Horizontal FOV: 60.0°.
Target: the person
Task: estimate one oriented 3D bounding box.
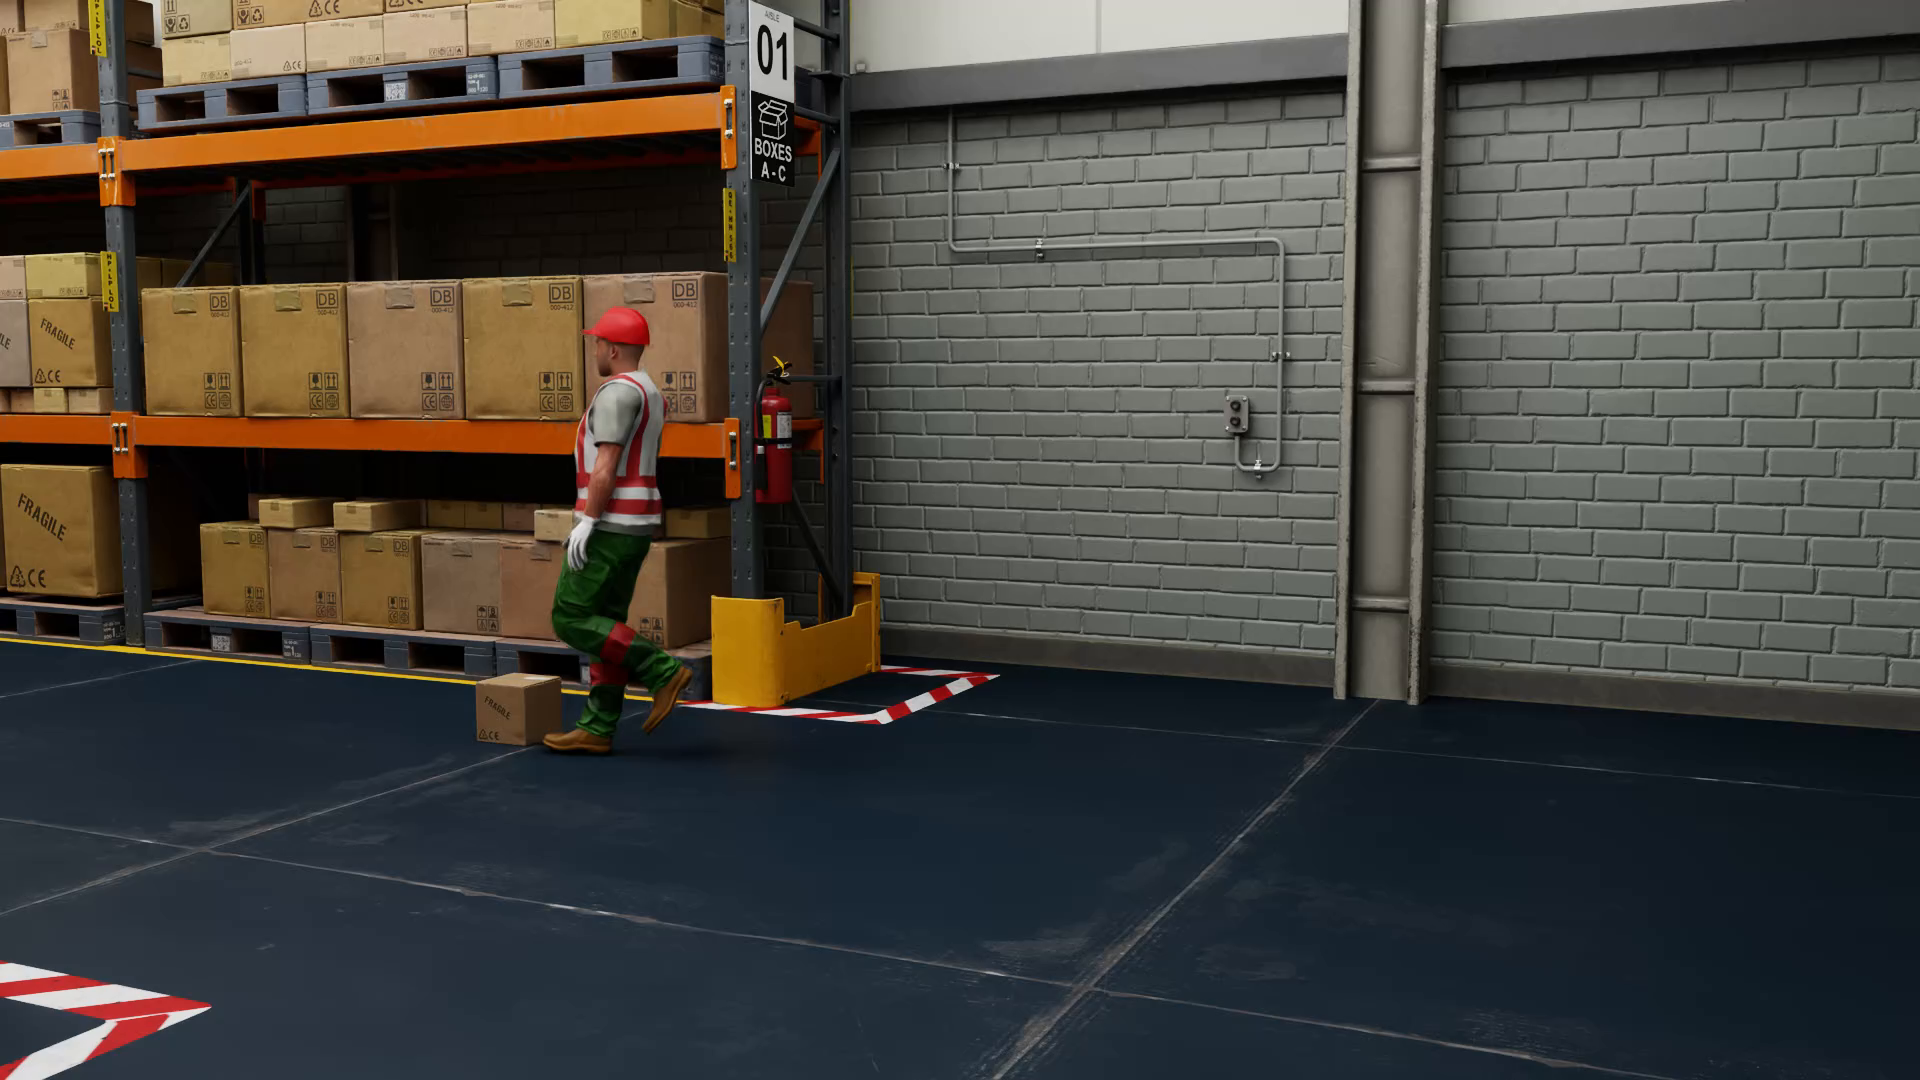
[{"bbox_3d":[-1.367,-0.035,6.653,0.656,1.785,0.608,1,6,7],"label":"person"}]
